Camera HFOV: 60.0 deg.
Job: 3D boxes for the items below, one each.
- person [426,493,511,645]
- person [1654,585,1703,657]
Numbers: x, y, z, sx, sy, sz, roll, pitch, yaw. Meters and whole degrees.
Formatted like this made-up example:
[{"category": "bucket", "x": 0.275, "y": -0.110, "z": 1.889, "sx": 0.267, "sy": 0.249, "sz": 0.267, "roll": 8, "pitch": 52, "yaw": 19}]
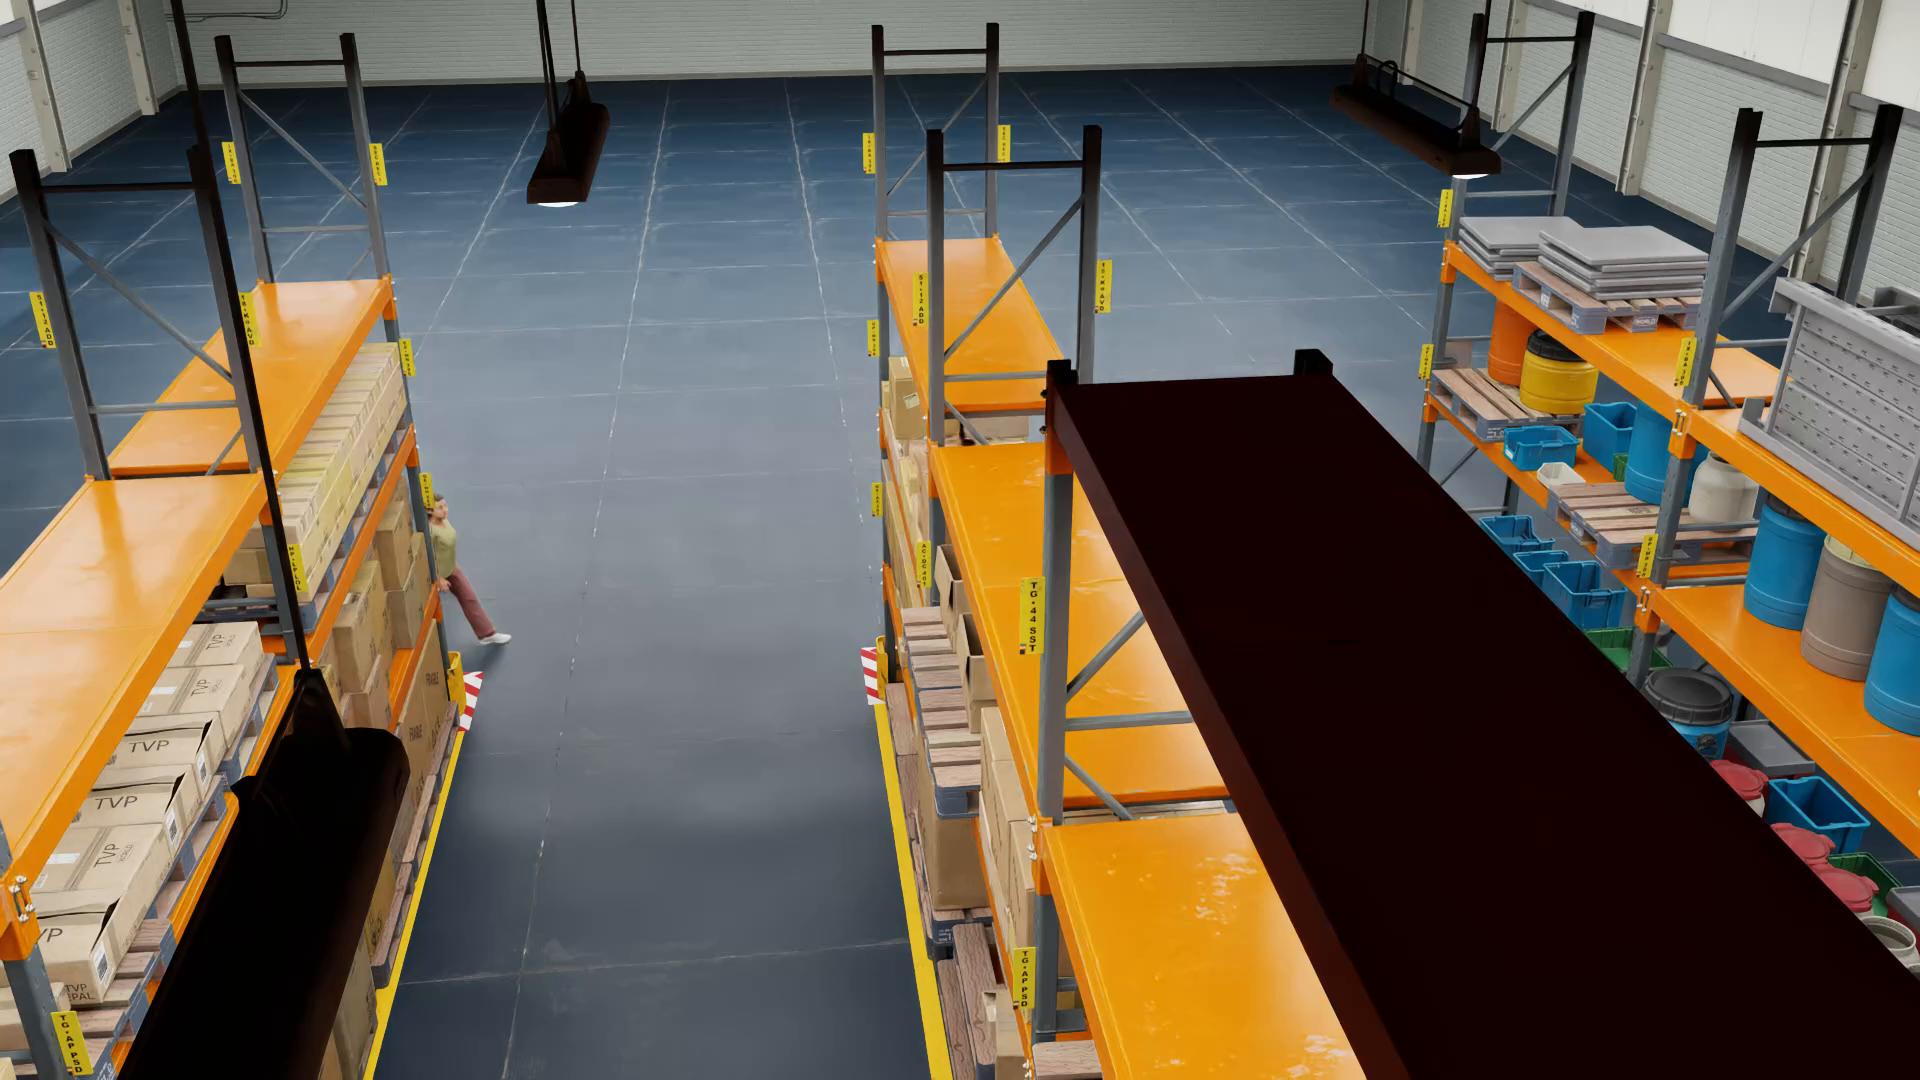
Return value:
[{"category": "person", "x": -4.927, "y": 0.296, "z": 15.957, "sx": 1.021, "sy": 1.599, "sz": 0.485, "roll": 5, "pitch": 26, "yaw": 11}, {"category": "person", "x": 6.429, "y": 0.693, "z": 15.041, "sx": 0.624, "sy": 1.755, "sz": 0.638, "roll": -9, "pitch": 27, "yaw": -18}]
